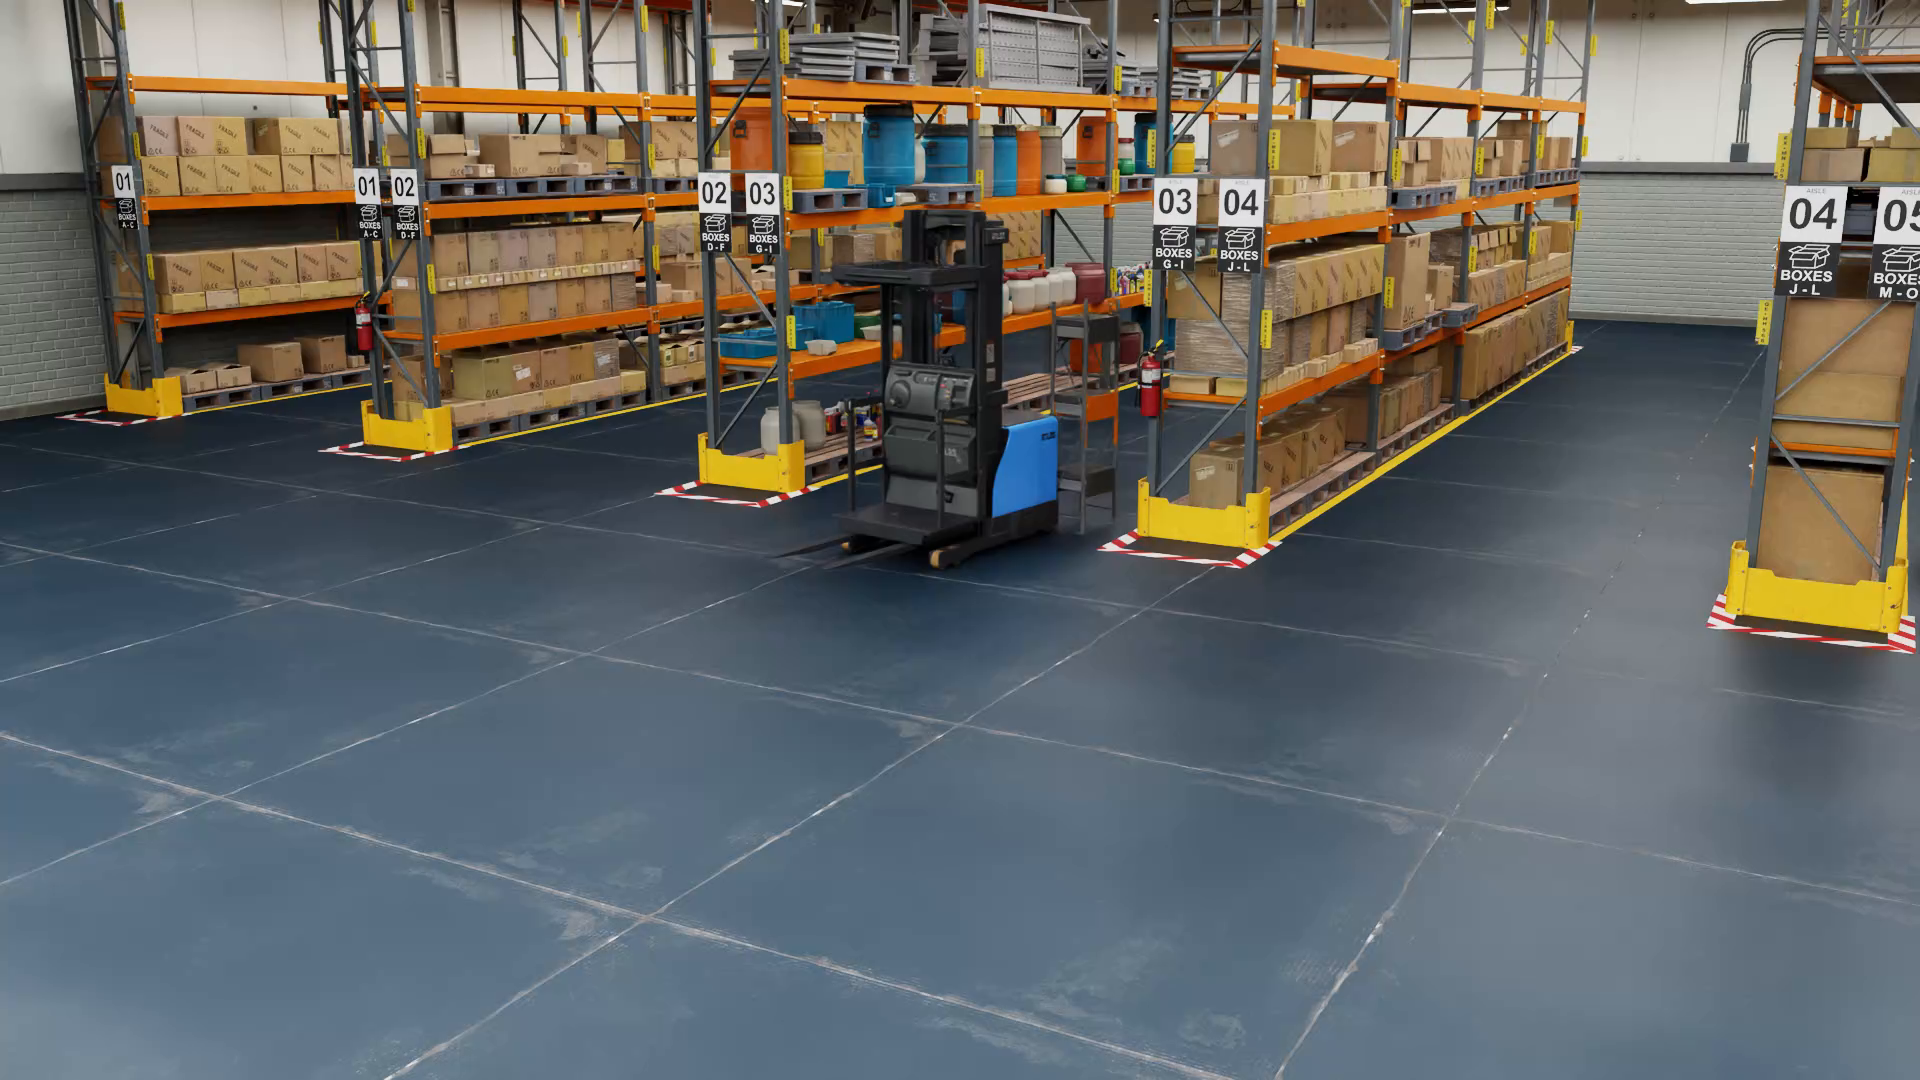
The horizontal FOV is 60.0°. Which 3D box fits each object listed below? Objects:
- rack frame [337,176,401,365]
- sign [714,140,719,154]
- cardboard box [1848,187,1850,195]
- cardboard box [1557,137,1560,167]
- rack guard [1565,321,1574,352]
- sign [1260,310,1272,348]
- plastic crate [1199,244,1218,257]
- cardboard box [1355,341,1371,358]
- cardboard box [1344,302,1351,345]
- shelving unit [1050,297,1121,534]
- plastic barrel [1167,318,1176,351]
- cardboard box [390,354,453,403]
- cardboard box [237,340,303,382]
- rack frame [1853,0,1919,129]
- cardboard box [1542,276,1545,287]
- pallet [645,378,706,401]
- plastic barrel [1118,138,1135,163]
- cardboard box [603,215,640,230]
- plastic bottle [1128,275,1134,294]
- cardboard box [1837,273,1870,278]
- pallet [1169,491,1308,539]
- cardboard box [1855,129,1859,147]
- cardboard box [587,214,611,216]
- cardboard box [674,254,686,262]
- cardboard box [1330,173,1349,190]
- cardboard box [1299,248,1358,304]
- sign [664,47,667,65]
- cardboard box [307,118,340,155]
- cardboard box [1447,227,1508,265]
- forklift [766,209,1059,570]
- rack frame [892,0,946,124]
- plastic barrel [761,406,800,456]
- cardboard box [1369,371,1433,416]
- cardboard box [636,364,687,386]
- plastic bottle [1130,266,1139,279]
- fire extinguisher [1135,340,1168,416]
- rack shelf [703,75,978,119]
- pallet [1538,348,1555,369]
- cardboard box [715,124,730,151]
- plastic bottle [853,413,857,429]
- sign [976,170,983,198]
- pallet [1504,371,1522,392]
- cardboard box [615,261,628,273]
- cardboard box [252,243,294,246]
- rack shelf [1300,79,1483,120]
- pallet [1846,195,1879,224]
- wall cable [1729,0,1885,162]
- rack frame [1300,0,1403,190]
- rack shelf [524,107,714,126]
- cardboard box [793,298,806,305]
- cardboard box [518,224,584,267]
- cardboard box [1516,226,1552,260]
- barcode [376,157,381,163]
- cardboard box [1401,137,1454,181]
[{"bbox_3d":[-8.916,-3.961,25.064,1.000,3.000,0.127,7,15,28],"label":"rack frame"},{"bbox_3d":[-4.569,-7.405,31.176,0.100,0.325,0.005,7,15,28],"label":"sign"},{"bbox_3d":[7.298,-2.986,14.046,0.380,0.149,0.250,7,15,28],"label":"cardboard box"},{"bbox_3d":[9.312,-6.285,26.978,0.700,0.500,0.500,7,15,26],"label":"cardboard box"},{"bbox_3d":[9.905,-3.529,28.606,1.175,0.500,0.348,7,15,28],"label":"rack guard"},{"bbox_3d":[2.634,-1.816,14.320,0.100,0.325,0.005,7,15,28],"label":"sign"},{"bbox_3d":[4.275,-4.695,27.844,0.402,0.464,0.583,7,15,28],"label":"plastic crate"},{"bbox_3d":[4.117,-2.028,17.580,0.380,0.149,0.250,7,15,28],"label":"cardboard box"},{"bbox_3d":[3.548,-2.287,17.271,0.875,0.500,0.500,7,15,28],"label":"cardboard box"},{"bbox_3d":[1.146,-1.147,15.312,0.431,2.100,0.503,12,18,40],"label":"shelving unit"},{"bbox_3d":[3.346,-3.554,26.958,0.600,0.901,0.708,7,15,28],"label":"plastic barrel"},{"bbox_3d":[-6.512,-1.956,20.116,0.500,0.500,0.500,7,15,28],"label":"cardboard box"},{"bbox_3d":[-9.762,-2.533,23.534,0.700,0.500,0.500,6,15,25],"label":"cardboard box"},{"bbox_3d":[14.187,-7.073,25.172,1.000,3.000,0.127,7,15,28],"label":"rack frame"},{"bbox_3d":[8.897,-4.034,25.904,0.380,0.149,0.250,7,15,27],"label":"cardboard box"},{"bbox_3d":[-4.255,-2.201,23.711,1.003,0.211,1.213,7,15,28],"label":"pallet"},{"bbox_3d":[2.416,-5.769,24.975,0.433,0.535,0.433,0,14,0],"label":"plastic barrel"},{"bbox_3d":[-6.039,-5.627,29.481,0.500,0.250,0.500,7,15,28],"label":"cardboard box"},{"bbox_3d":[2.511,-3.772,24.528,0.061,0.283,0.133,7,15,28],"label":"plastic bottle"},{"bbox_3d":[7.632,-2.000,14.304,0.875,0.550,0.550,7,15,28],"label":"cardboard box"},{"bbox_3d":[2.619,-0.280,15.743,1.003,0.211,1.213,7,15,28],"label":"pallet"},{"bbox_3d":[7.667,-3.531,14.604,0.380,0.149,0.250,7,15,28],"label":"cardboard box"},{"bbox_3d":[-6.485,-5.682,29.713,0.500,0.250,0.500,7,15,27],"label":"cardboard box"},{"bbox_3d":[-5.306,-5.225,30.801,0.380,0.149,0.250,7,15,28],"label":"cardboard box"},{"bbox_3d":[3.556,-3.486,16.163,0.380,0.149,0.250,8,16,31],"label":"cardboard box"},{"bbox_3d":[3.633,-2.628,16.553,0.500,0.500,0.500,7,15,28],"label":"cardboard box"},{"bbox_3d":[-5.522,-9.118,31.323,0.100,0.325,0.005,7,15,28],"label":"sign"},{"bbox_3d":[-9.178,-5.716,23.553,0.500,0.500,0.500,8,16,31],"label":"cardboard box"},{"bbox_3d":[7.316,-4.184,23.633,0.797,0.503,0.637,8,15,29],"label":"cardboard box"},{"bbox_3d":[-0.390,-1.306,14.199,1.130,2.935,3.031,10,17,36],"label":"forklift"},{"bbox_3d":[-0.710,-7.958,28.844,1.000,3.000,0.127,7,15,28],"label":"rack frame"},{"bbox_3d":[-1.926,-1.156,17.842,0.421,0.512,0.421,0,14,0],"label":"plastic barrel"},{"bbox_3d":[5.463,-1.842,20.668,0.700,0.500,0.500,6,15,23],"label":"cardboard box"},{"bbox_3d":[-4.166,-2.323,23.239,0.500,0.250,0.500,7,15,27],"label":"cardboard box"},{"bbox_3d":[2.752,-4.161,26.156,0.152,0.276,0.135,7,15,28],"label":"plastic bottle"},{"bbox_3d":[1.700,-1.448,14.805,0.296,0.674,0.183,7,15,28],"label":"fire extinguisher"},{"bbox_3d":[-1.210,-4.801,18.134,1.077,0.370,4.000,7,15,28],"label":"rack shelf"},{"bbox_3d":[8.985,-2.962,26.868,1.003,0.211,1.213,7,15,28],"label":"pallet"},{"bbox_3d":[-4.458,-7.720,31.864,0.500,0.500,0.500,7,15,28],"label":"cardboard box"},{"bbox_3d":[-1.256,-1.405,19.492,0.097,0.201,0.097,0,14,0],"label":"plastic bottle"},{"bbox_3d":[0.233,-4.237,19.787,0.100,0.325,0.005,7,15,28],"label":"sign"},{"bbox_3d":[7.653,-2.396,24.523,1.003,0.211,1.213,7,15,28],"label":"pallet"},{"bbox_3d":[-4.643,-3.634,22.110,0.380,0.149,0.250,7,15,27],"label":"cardboard box"},{"bbox_3d":[-9.825,-3.982,23.829,0.500,0.500,0.500,8,16,30],"label":"cardboard box"},{"bbox_3d":[5.059,-5.060,19.210,1.077,0.370,4.000,7,15,28],"label":"rack shelf"},{"bbox_3d":[7.390,-2.694,13.597,1.003,0.211,1.213,7,15,28],"label":"pallet"},{"bbox_3d":[15.644,-9.989,30.404,2.277,5.999,0.120,7,15,28],"label":"wall cable"},{"bbox_3d":[4.093,-5.194,17.377,1.000,3.000,0.127,7,15,28],"label":"rack frame"},{"bbox_3d":[-6.015,-7.564,29.598,1.077,0.370,4.000,7,15,28],"label":"rack shelf"},{"bbox_3d":[-3.607,-5.154,34.451,0.700,0.500,0.500,7,15,28],"label":"cardboard box"},{"bbox_3d":[-5.272,-3.782,21.338,0.700,0.500,0.500,7,15,28],"label":"cardboard box"},{"bbox_3d":[8.908,-4.632,25.931,0.500,0.500,0.500,7,15,26],"label":"cardboard box"},{"bbox_3d":[-6.788,-4.437,19.399,0.001,0.075,0.075,7,15,28],"label":"barcode"},{"bbox_3d":[5.523,-4.516,19.683,0.500,0.500,0.500,8,16,29],"label":"cardboard box"}]
